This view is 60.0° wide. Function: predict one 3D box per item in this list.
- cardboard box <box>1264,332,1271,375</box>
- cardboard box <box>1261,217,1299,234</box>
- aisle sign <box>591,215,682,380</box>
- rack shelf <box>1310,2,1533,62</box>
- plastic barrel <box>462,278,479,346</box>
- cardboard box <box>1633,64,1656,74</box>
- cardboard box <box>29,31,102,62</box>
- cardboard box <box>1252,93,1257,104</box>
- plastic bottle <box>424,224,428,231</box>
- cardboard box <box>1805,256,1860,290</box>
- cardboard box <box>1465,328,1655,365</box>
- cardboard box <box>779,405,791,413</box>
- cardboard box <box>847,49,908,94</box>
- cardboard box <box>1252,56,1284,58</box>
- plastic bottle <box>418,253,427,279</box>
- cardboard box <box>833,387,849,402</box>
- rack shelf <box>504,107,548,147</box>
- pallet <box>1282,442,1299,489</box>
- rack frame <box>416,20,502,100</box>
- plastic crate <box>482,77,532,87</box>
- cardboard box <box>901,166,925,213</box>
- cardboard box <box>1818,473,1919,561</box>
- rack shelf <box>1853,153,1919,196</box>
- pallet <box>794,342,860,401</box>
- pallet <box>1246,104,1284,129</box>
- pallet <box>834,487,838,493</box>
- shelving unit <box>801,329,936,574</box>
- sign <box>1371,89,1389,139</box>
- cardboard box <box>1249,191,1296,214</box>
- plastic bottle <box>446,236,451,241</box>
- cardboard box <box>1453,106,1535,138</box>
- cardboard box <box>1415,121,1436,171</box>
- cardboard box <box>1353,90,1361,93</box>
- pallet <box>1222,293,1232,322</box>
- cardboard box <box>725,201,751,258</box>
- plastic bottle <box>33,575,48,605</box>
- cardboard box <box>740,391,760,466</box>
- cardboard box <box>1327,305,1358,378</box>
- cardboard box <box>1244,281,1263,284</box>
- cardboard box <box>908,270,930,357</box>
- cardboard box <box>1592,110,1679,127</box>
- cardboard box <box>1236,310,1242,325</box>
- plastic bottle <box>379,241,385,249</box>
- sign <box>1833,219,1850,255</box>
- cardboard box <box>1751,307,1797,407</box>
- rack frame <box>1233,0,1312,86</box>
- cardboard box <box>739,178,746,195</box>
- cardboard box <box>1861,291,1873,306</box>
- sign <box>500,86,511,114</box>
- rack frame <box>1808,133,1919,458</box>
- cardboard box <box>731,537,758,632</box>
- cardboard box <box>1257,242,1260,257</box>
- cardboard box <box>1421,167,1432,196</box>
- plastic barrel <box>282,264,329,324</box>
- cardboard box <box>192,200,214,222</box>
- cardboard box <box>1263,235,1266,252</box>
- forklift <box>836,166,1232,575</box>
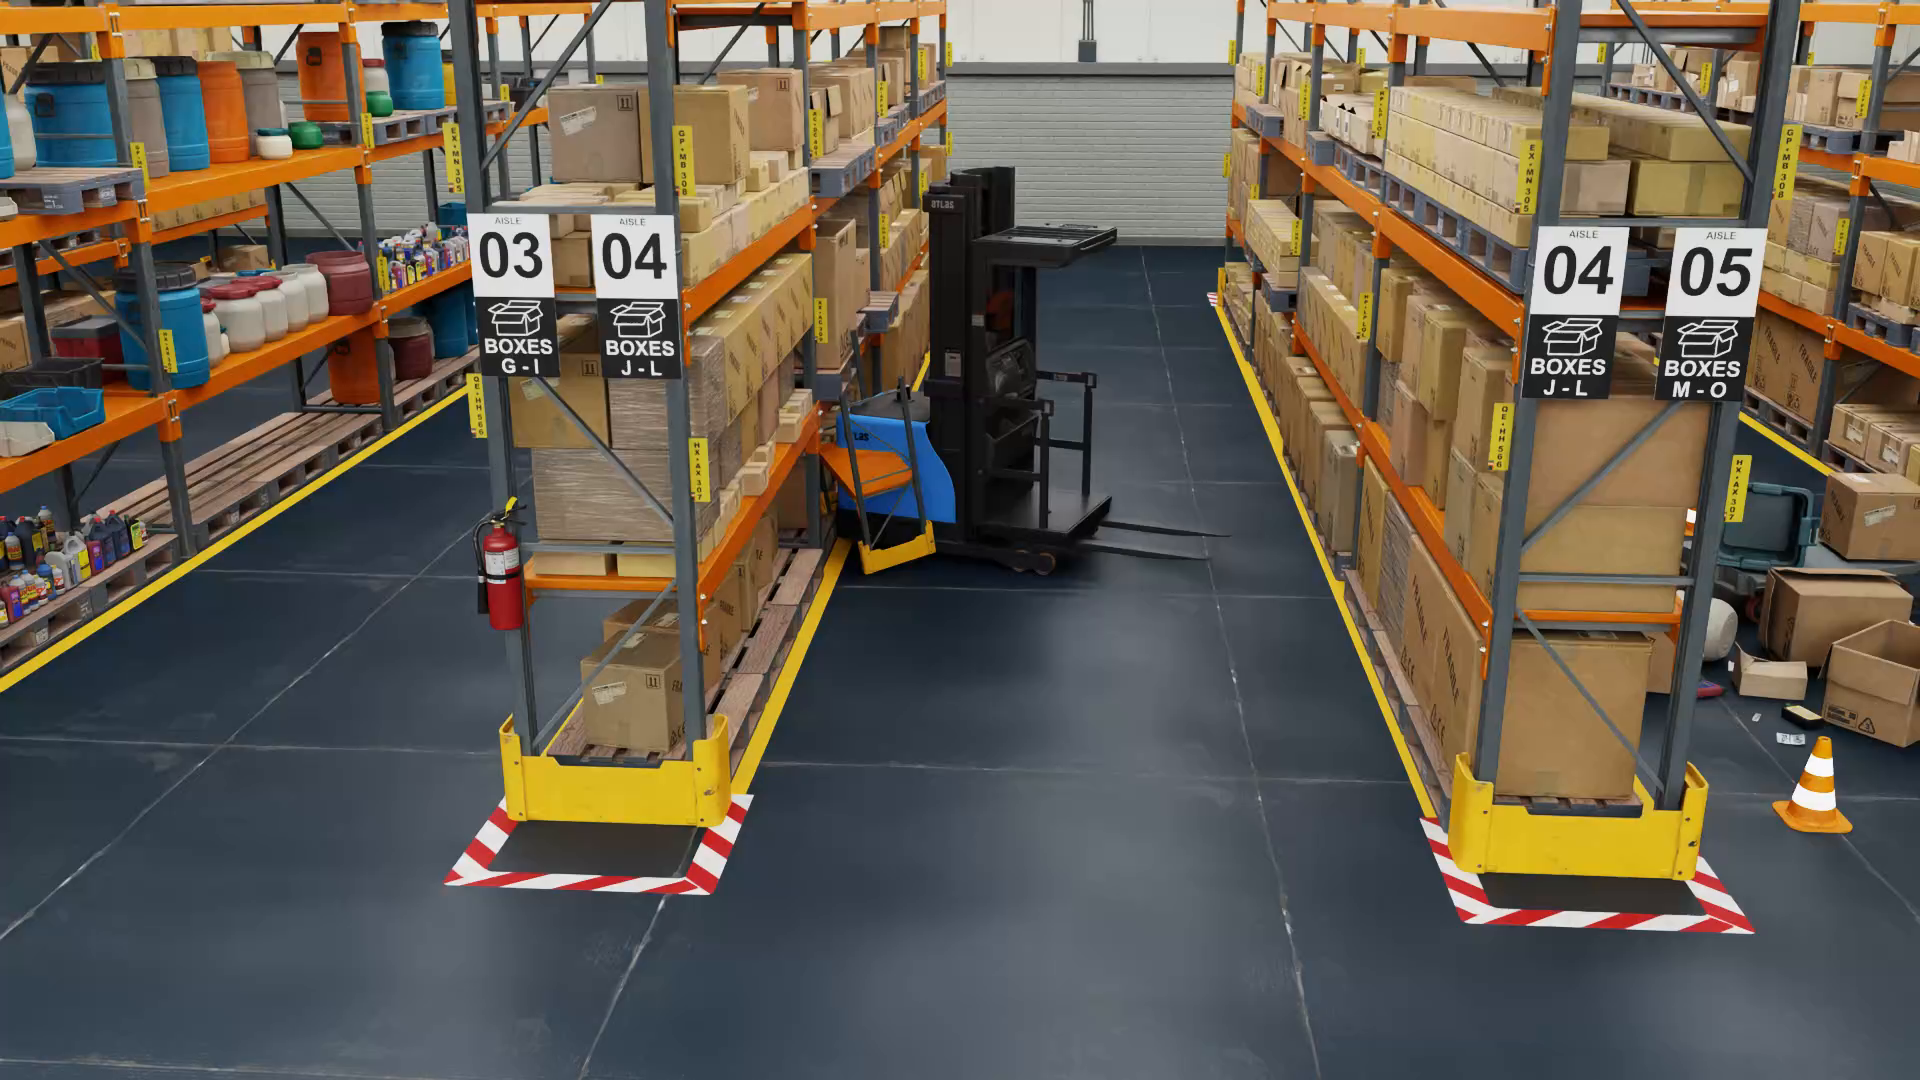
[{"bbox_3d":[3.581,-1.994,18.032,0.500,0.500,0.500,2,18,5],"label":"cardboard box"},{"bbox_3d":[3.364,-3.299,17.447,0.380,0.149,0.250,2,18,6],"label":"cardboard box"},{"bbox_3d":[-1.547,-1.158,7.965,0.394,0.787,0.004,1,18,4],"label":"aisle sign"},{"bbox_3d":[3.528,-3.989,12.943,1.077,0.370,4.000,1,18,4],"label":"rack shelf"},{"bbox_3d":[-5.978,-2.820,19.908,0.600,0.901,0.708,1,18,4],"label":"plastic barrel"},{"bbox_3d":[9.247,-6.156,21.982,0.500,0.250,0.500,0,18,-1],"label":"cardboard box"},{"bbox_3d":[-10.865,-5.998,20.327,0.700,0.500,0.500,1,18,4],"label":"cardboard box"},{"bbox_3d":[3.772,-5.201,19.902,0.500,0.250,0.500,1,18,4],"label":"cardboard box"},{"bbox_3d":[-6.374,-3.626,19.860,0.061,0.283,0.133,1,18,4],"label":"plastic bottle"},{"bbox_3d":[8.397,-2.535,15.779,0.500,0.250,0.500,1,18,4],"label":"cardboard box"},{"bbox_3d":[3.286,-0.849,9.222,0.875,0.550,0.550,1,18,4],"label":"cardboard box"},{"bbox_3d":[-1.382,-0.845,11.587,0.380,0.149,0.250,1,18,4],"label":"cardboard box"},{"bbox_3d":[-0.985,-5.640,20.006,0.700,0.500,0.500,0,18,1],"label":"cardboard box"},{"bbox_3d":[3.854,-5.980,20.836,0.380,0.149,0.250,2,18,6],"label":"cardboard box"},{"bbox_3d":[-5.753,-2.932,17.761,0.097,0.271,0.097,0,18,0],"label":"plastic bottle"},{"bbox_3d":[-1.314,-1.437,15.095,0.500,0.250,0.500,3,18,10],"label":"cardboard box"},{"bbox_3d":[-5.778,-5.491,21.701,1.077,0.370,4.000,1,18,4],"label":"rack shelf"},{"bbox_3d":[3.540,-0.723,15.290,1.003,0.211,1.213,1,18,4],"label":"pallet"},{"bbox_3d":[-5.922,-6.637,19.227,1.000,3.000,0.127,1,18,4],"label":"rack frame"},{"bbox_3d":[-6.019,-5.956,22.065,0.504,0.338,0.767,1,18,4],"label":"plastic crate"},{"bbox_3d":[-0.692,-4.245,20.120,0.500,0.500,0.500,1,18,4],"label":"cardboard box"},{"bbox_3d":[6.552,-0.172,11.930,0.500,0.500,0.500,1,18,4],"label":"cardboard box"},{"bbox_3d":[8.473,-2.675,13.106,1.077,0.370,4.000,1,18,4],"label":"rack shelf"},{"bbox_3d":[-1.355,-1.334,12.985,1.003,0.211,1.213,1,18,4],"label":"pallet"},{"bbox_3d":[3.808,-4.680,18.374,1.213,0.211,1.003,1,18,4],"label":"pallet"},{"bbox_3d":[-1.416,-0.488,14.572,1.003,0.211,1.213,1,18,4],"label":"pallet"},{"bbox_3d":[-0.747,-0.693,12.731,0.587,1.500,1.083,-18,32,-16],"label":"shelving unit"},{"bbox_3d":[2.843,-2.879,11.238,0.100,0.325,0.005,1,18,4],"label":"sign"},{"bbox_3d":[3.711,-3.879,19.805,0.500,0.500,0.500,1,18,4],"label":"cardboard box"},{"bbox_3d":[-5.816,-3.322,18.952,0.097,0.271,0.097,0,18,0],"label":"plastic bottle"},{"bbox_3d":[2.875,-2.246,8.930,0.380,0.149,0.250,1,18,3],"label":"cardboard box"},{"bbox_3d":[3.000,-2.332,9.835,0.500,0.250,0.500,1,18,3],"label":"cardboard box"},{"bbox_3d":[4.007,-4.091,16.113,0.500,0.500,0.500,1,18,4],"label":"cardboard box"},{"bbox_3d":[4.146,-3.176,22.775,1.003,0.211,1.213,1,18,4],"label":"pallet"},{"bbox_3d":[-1.479,-1.761,9.403,0.500,0.250,0.500,1,18,4],"label":"cardboard box"},{"bbox_3d":[-6.302,0.337,11.365,0.097,0.201,0.097,0,18,0],"label":"plastic bottle"},{"bbox_3d":[-1.732,-0.775,10.333,0.875,0.500,0.500,1,18,4],"label":"cardboard box"},{"bbox_3d":[3.228,-1.578,13.262,0.500,0.500,0.500,1,18,4],"label":"cardboard box"},{"bbox_3d":[3.872,-3.259,21.500,0.380,0.149,0.250,1,18,4],"label":"cardboard box"},{"bbox_3d":[-1.007,-2.666,19.481,1.225,0.875,0.875,1,18,4],"label":"cardboard box"},{"bbox_3d":[3.513,-2.151,8.641,0.380,0.149,0.250,1,18,3],"label":"cardboard box"},{"bbox_3d":[3.721,-2.829,21.144,0.380,0.149,0.250,1,18,4],"label":"cardboard box"},{"bbox_3d":[-6.454,-3.195,18.562,0.097,0.271,0.097,0,18,0],"label":"plastic bottle"},{"bbox_3d":[8.062,-2.774,15.211,0.100,0.325,0.005,1,18,4],"label":"sign"},{"bbox_3d":[8.817,-1.892,17.116,0.875,0.875,0.875,2,18,5],"label":"cardboard box"},{"bbox_3d":[4.245,-7.627,22.247,1.000,3.000,0.127,1,18,4],"label":"rack frame"},{"bbox_3d":[-1.487,-2.136,9.908,0.380,0.149,0.250,1,18,2],"label":"cardboard box"},{"bbox_3d":[8.407,-2.196,15.035,0.380,0.149,0.250,0,18,1],"label":"cardboard box"},{"bbox_3d":[-5.373,-5.203,19.653,0.100,0.325,0.005,1,18,4],"label":"sign"},{"bbox_3d":[8.616,-2.212,15.357,1.000,3.000,0.127,1,18,4],"label":"rack frame"},{"bbox_3d":[-1.623,0.293,11.051,0.500,0.500,0.500,0,18,-1],"label":"cardboard box"},{"bbox_3d":[3.383,-3.096,17.783,0.380,0.149,0.250,1,18,3],"label":"cardboard box"},{"bbox_3d":[2.930,-2.101,9.769,0.380,0.149,0.250,1,18,4],"label":"cardboard box"},{"bbox_3d":[-6.069,-2.273,15.362,0.421,0.512,0.421,0,18,0],"label":"plastic barrel"},{"bbox_3d":[-10.447,-4.570,22.392,0.500,0.500,0.500,1,18,3],"label":"cardboard box"},{"bbox_3d":[3.343,-3.077,17.248,0.380,0.149,0.250,2,18,5],"label":"cardboard box"},{"bbox_3d":[0.578,-1.316,12.733,3.031,2.935,1.130,8,20,22],"label":"forklift"}]
